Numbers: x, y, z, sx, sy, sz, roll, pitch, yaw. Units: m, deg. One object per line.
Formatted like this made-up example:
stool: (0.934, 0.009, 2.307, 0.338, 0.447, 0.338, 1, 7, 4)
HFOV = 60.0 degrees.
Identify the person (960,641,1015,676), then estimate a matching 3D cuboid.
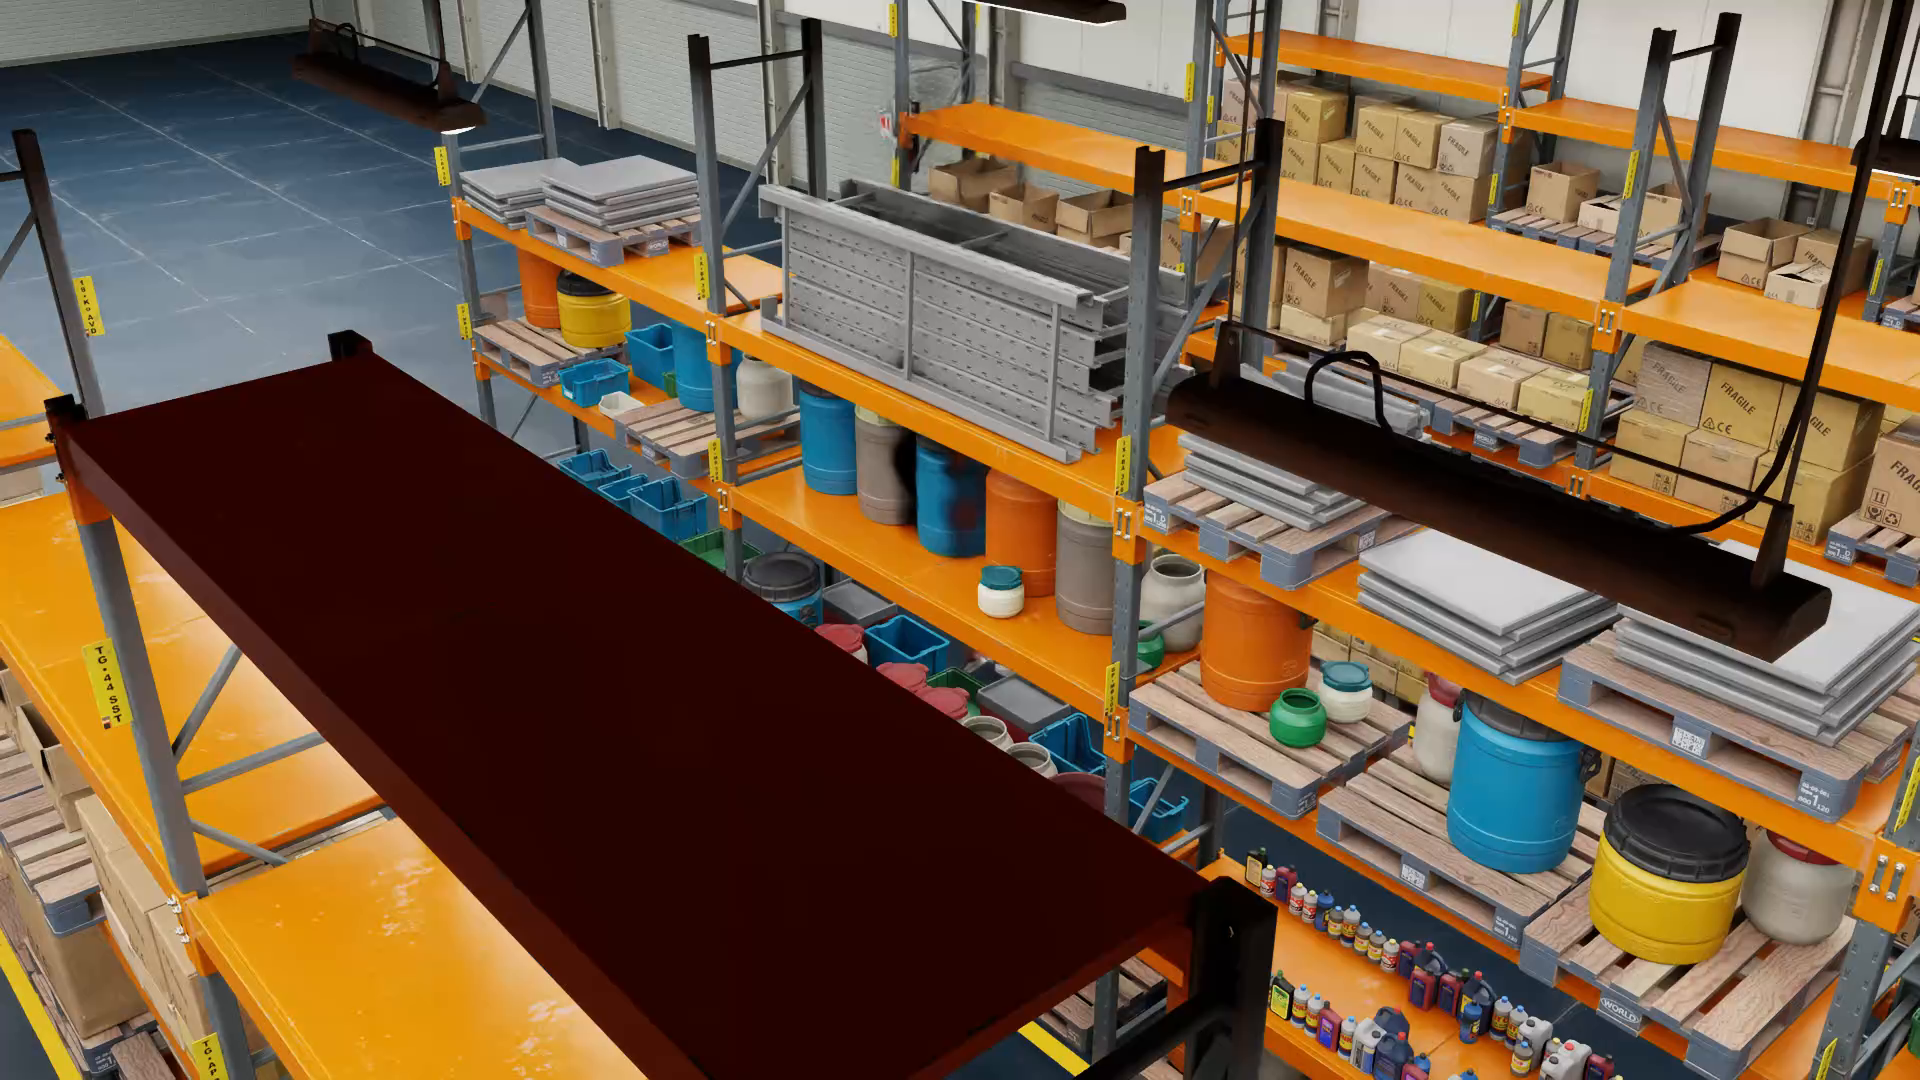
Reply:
person: (0.265, 0.477, 14.784, 0.708, 1.700, 0.542, 19, 32, 32)
